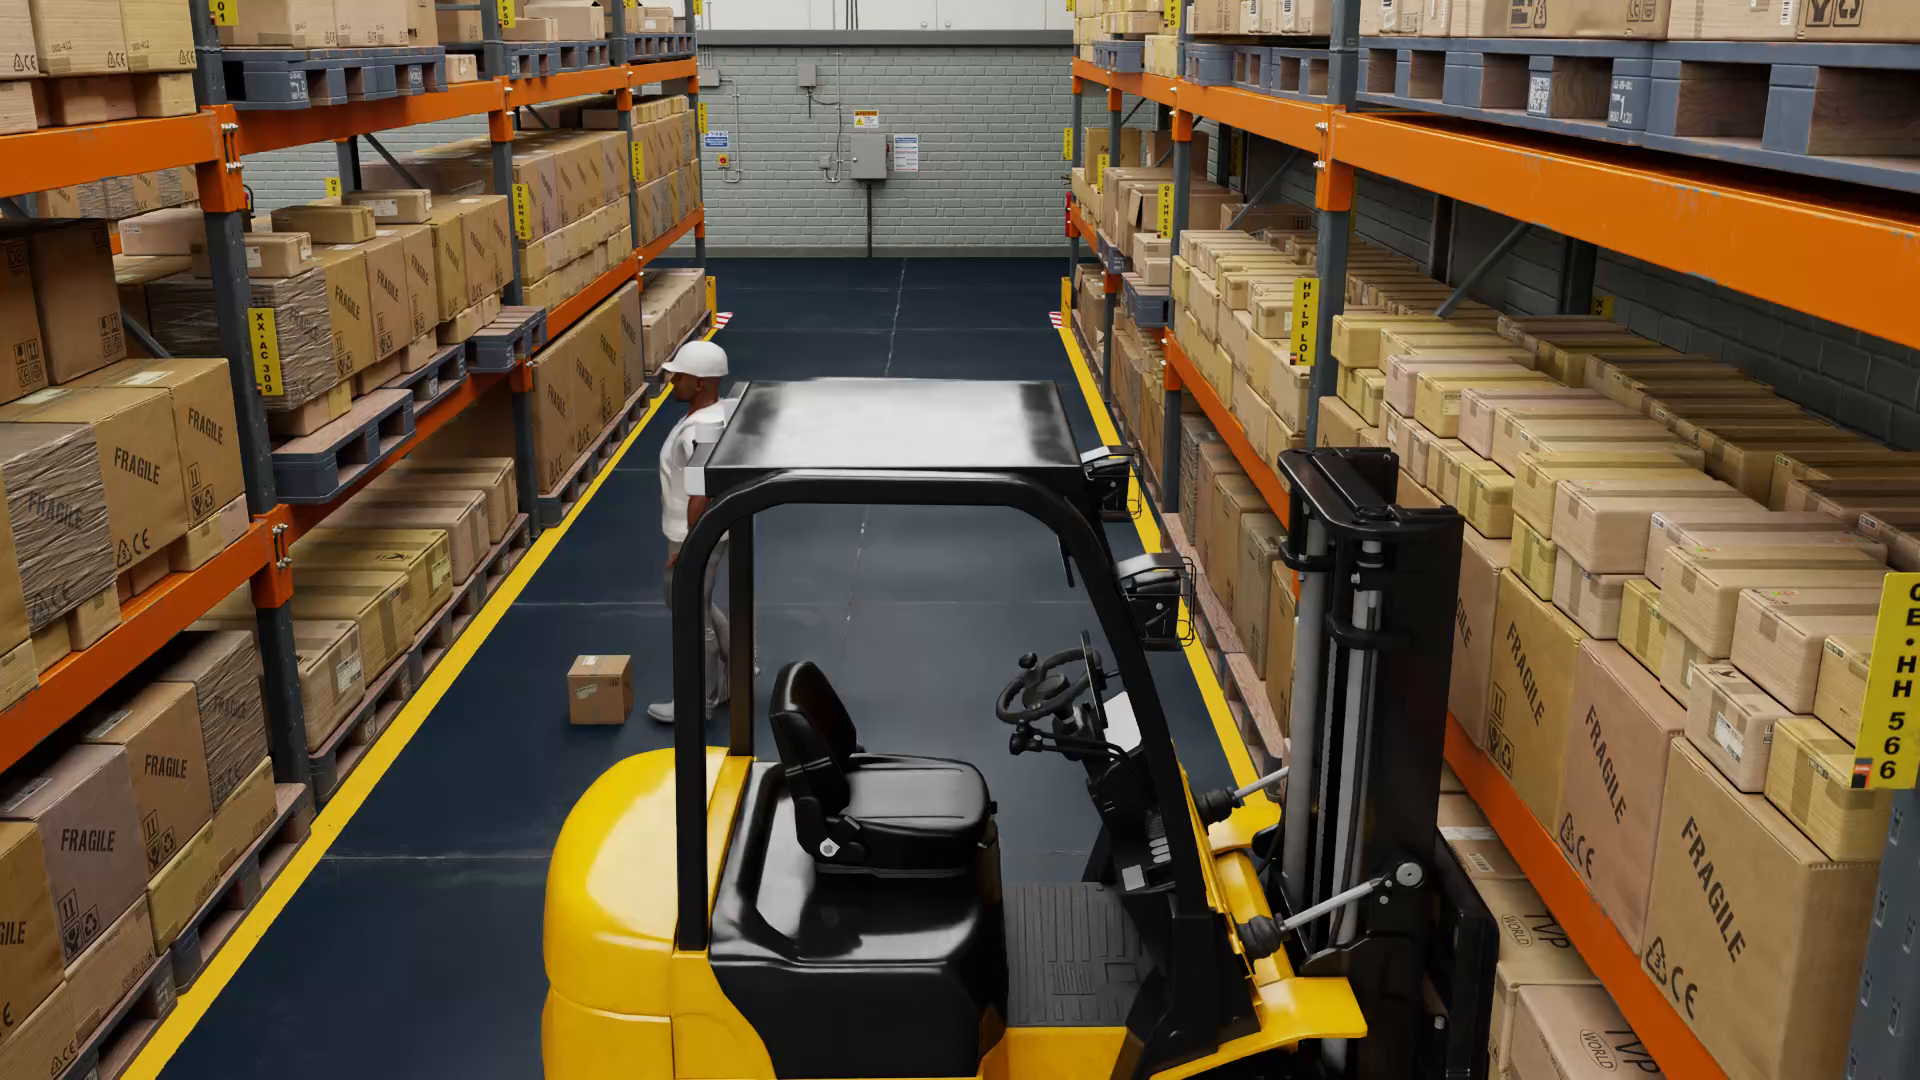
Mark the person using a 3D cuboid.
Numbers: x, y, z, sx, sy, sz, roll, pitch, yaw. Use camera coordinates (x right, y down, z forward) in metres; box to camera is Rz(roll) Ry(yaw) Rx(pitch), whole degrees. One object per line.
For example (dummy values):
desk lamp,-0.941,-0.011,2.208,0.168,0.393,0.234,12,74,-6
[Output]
person,-1.203,-0.013,7.579,0.508,1.800,0.589,0,17,0
